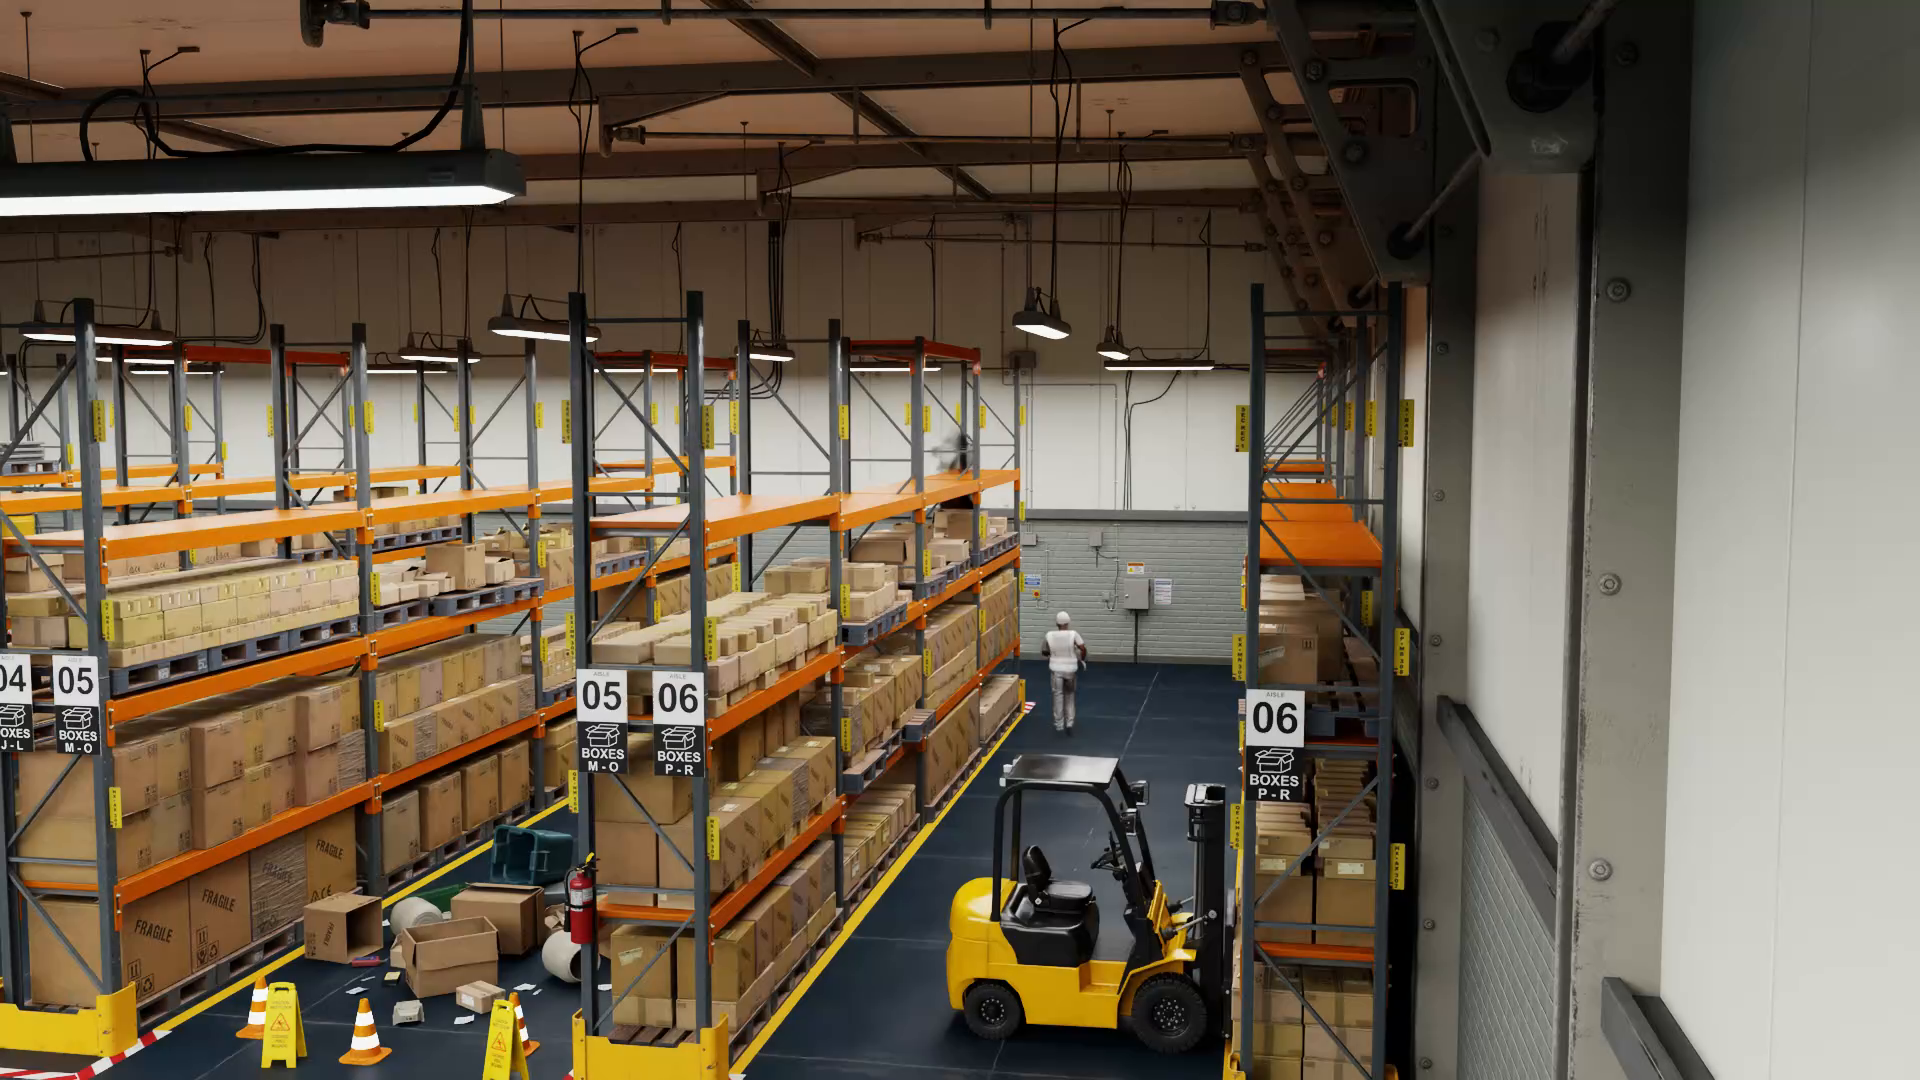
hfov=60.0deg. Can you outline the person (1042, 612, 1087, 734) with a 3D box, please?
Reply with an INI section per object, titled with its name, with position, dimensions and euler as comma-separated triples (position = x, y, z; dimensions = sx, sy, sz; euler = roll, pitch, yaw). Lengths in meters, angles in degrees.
[person]
position = 1.547, 2.012, 24.826
dimensions = 0.657, 1.898, 0.742
euler = 0, 5, 0
